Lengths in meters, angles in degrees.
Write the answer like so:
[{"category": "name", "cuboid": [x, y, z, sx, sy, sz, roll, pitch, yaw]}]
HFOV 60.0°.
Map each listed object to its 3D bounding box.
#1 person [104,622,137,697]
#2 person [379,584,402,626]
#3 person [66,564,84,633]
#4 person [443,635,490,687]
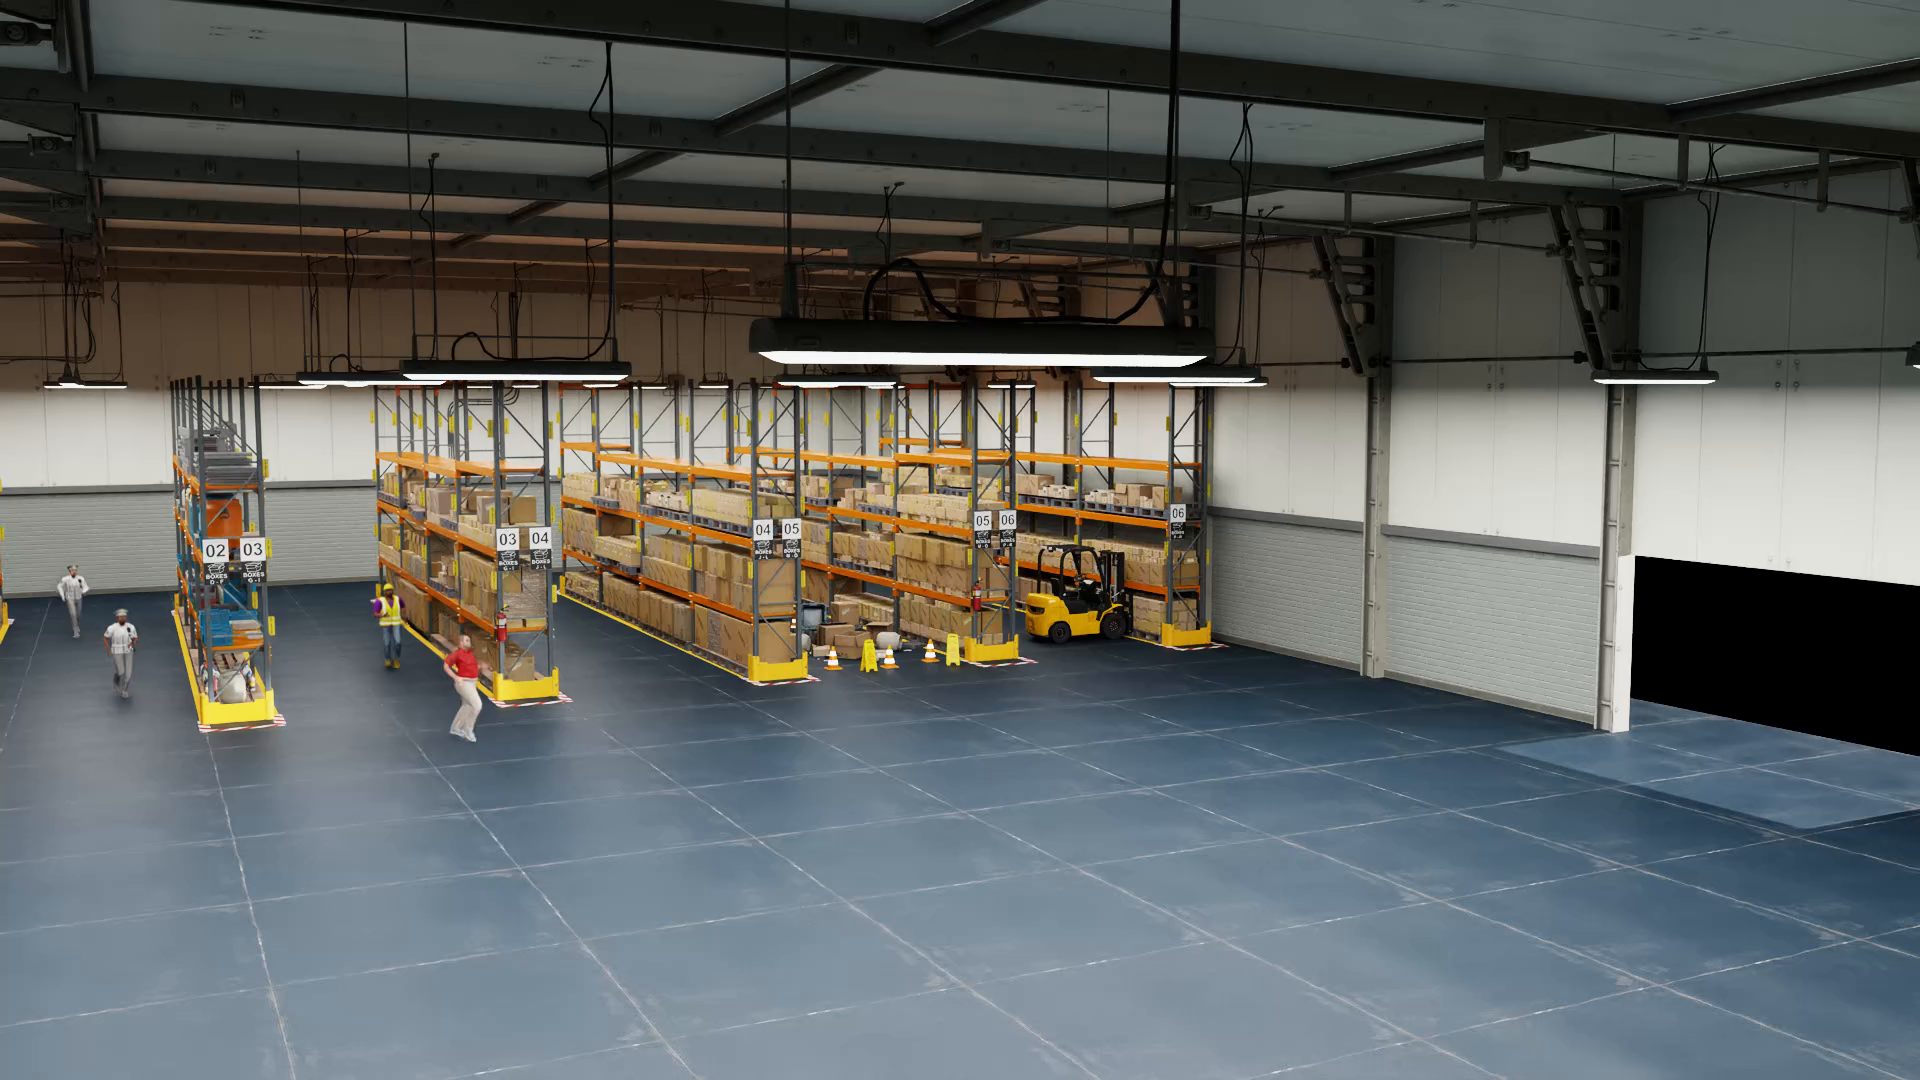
[{"category": "person", "cuboid": [-15.700, 2.244, 31.192, 0.526, 1.414, 0.516, -4, 6, -38]}, {"category": "person", "cuboid": [-11.791, 1.337, 34.369, 0.452, 0.879, 0.357, -2, 6, -25]}, {"category": "person", "cuboid": [-20.834, 1.360, 39.111, 0.371, 1.596, 0.680, -4, 6, -38]}, {"category": "person", "cuboid": [-8.084, 1.970, 27.370, 0.665, 0.827, 0.638, 0, 5, 3]}]
